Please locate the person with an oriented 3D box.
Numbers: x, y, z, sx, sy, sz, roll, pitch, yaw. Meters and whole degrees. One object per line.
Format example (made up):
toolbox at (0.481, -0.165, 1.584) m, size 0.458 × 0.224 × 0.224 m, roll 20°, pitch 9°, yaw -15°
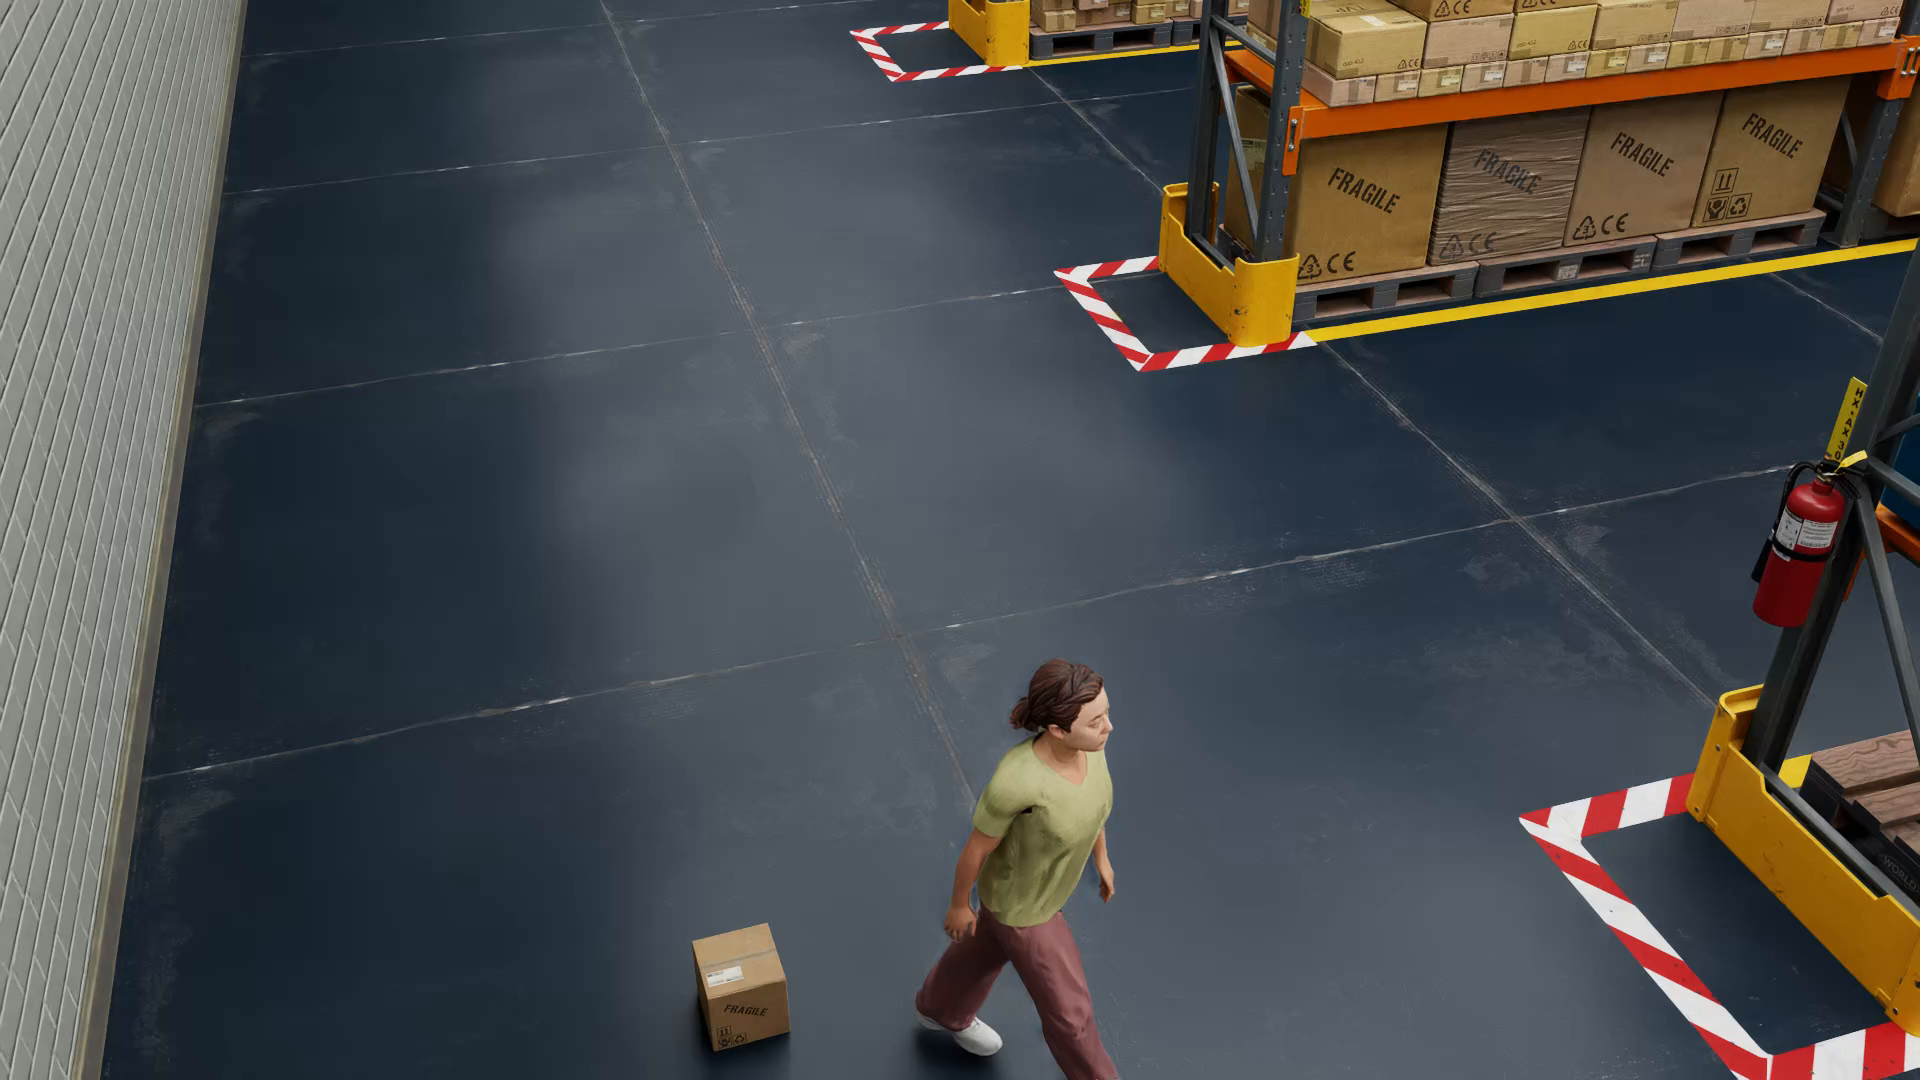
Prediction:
person at (0.274, 0.983, 4.677) m, size 0.950 × 1.610 × 0.470 m, roll 18°, pitch 38°, yaw 25°
